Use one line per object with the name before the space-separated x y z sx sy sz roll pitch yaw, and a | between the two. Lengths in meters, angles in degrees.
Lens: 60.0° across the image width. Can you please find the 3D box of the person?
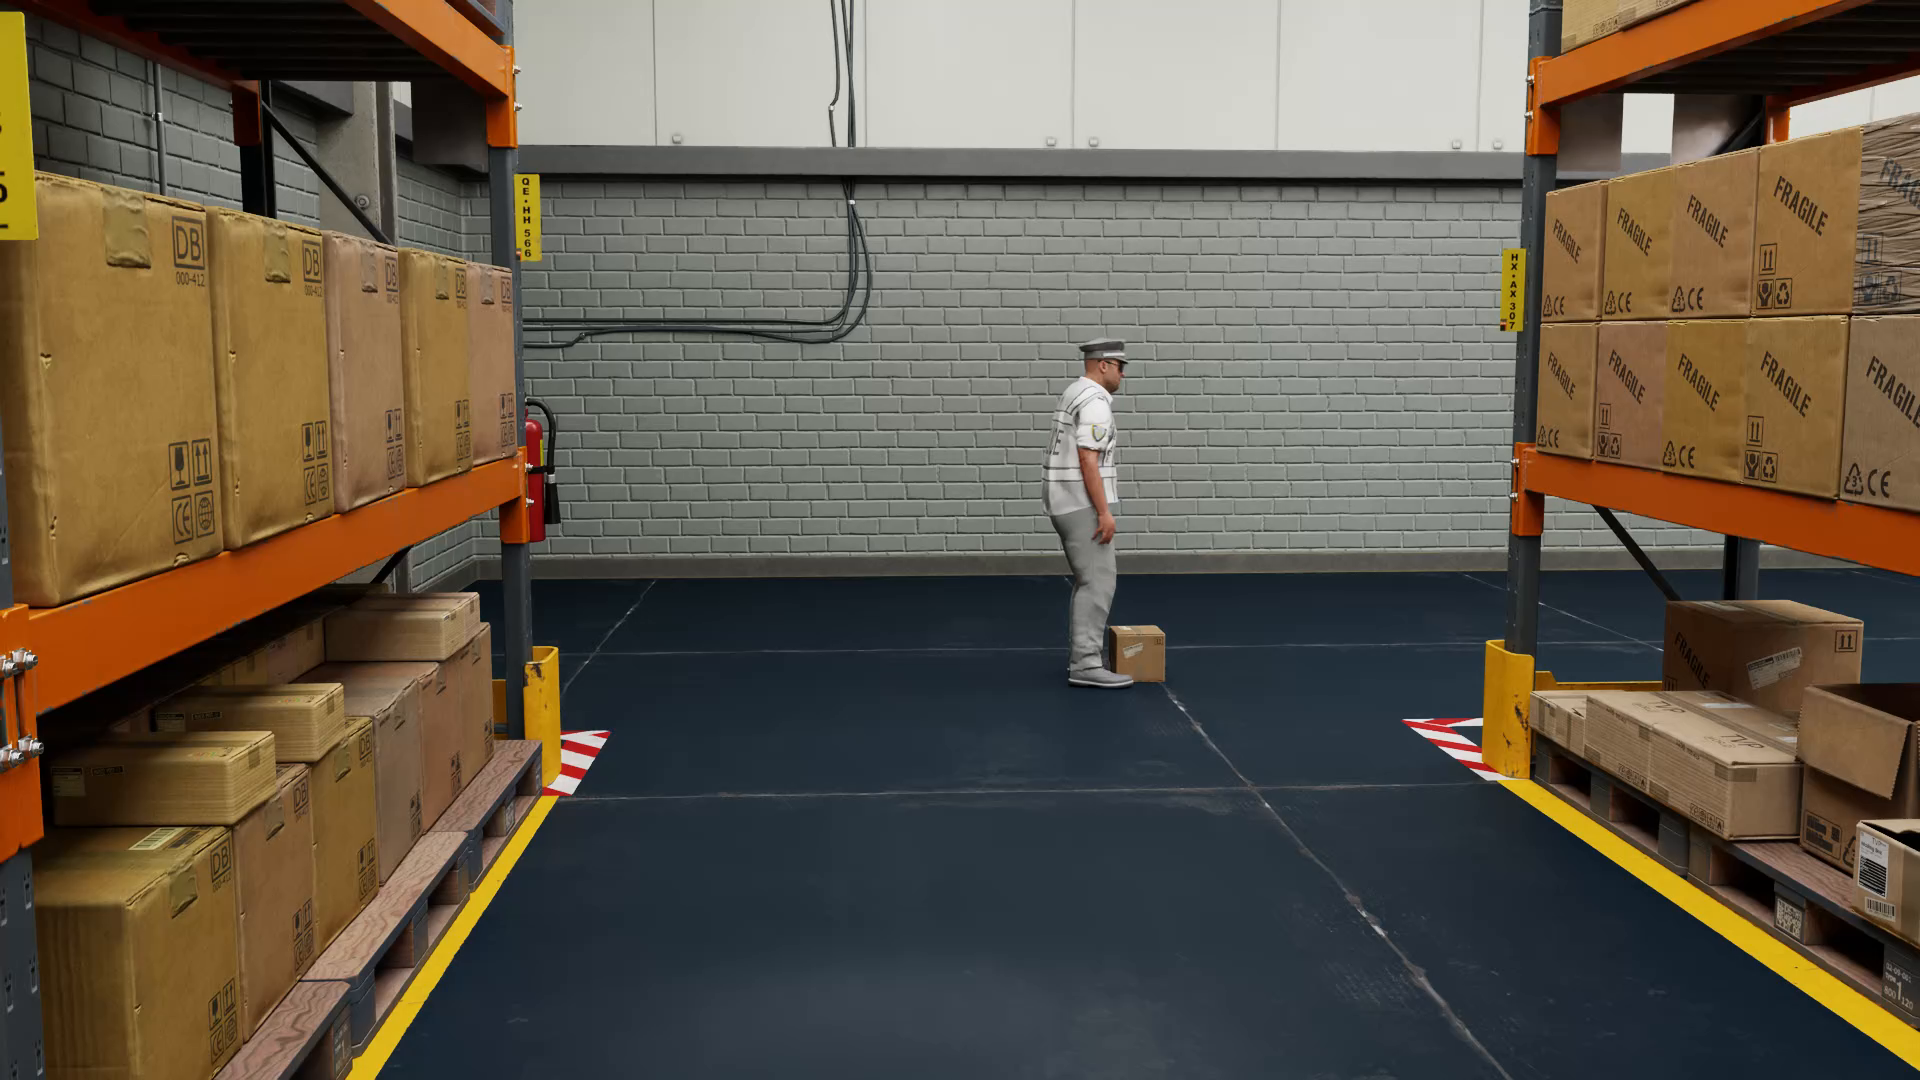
person | 0.660 -0.154 8.502 0.467 1.748 0.593 -1 7 -5
